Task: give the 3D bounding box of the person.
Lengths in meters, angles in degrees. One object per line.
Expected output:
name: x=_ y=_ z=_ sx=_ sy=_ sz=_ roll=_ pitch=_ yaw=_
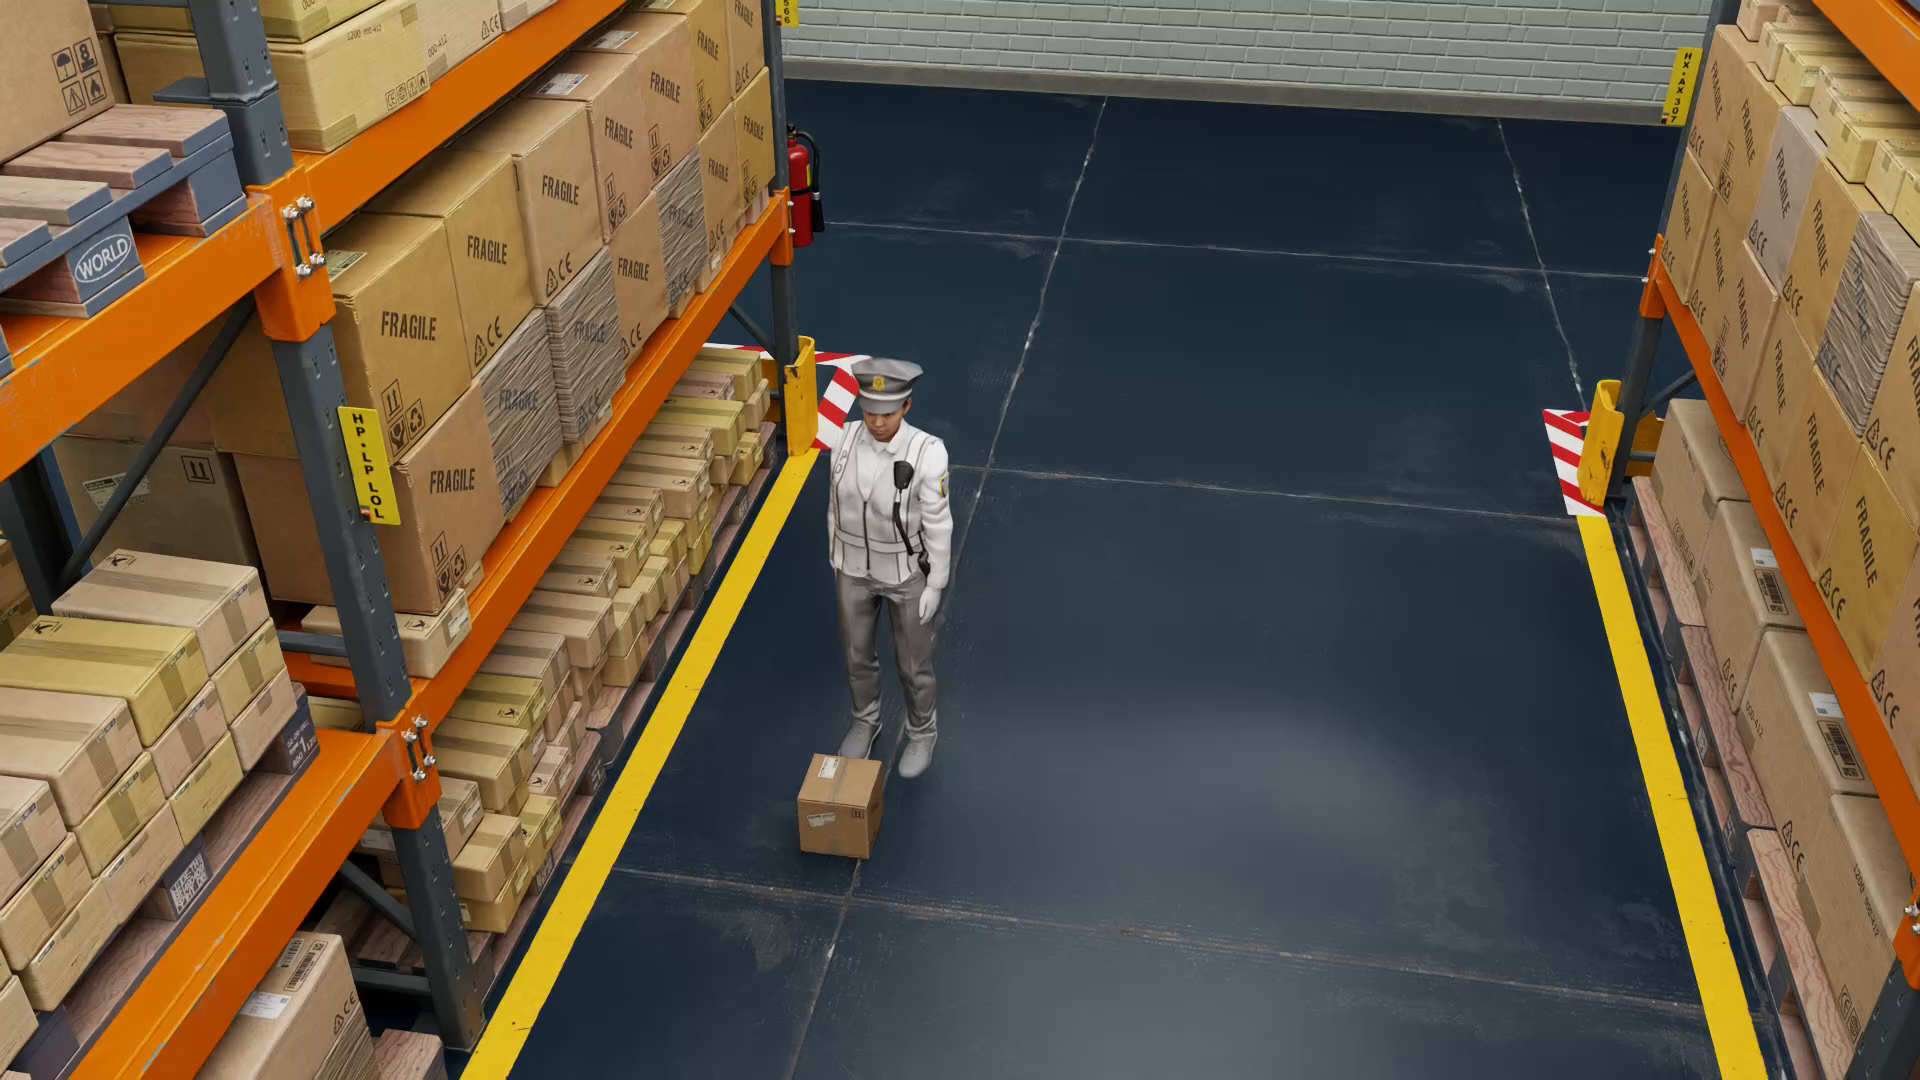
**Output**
person: x=-0.259 y=0.129 z=5.945 sx=0.467 sy=1.688 sz=0.333 roll=11 pitch=34 yaw=17
